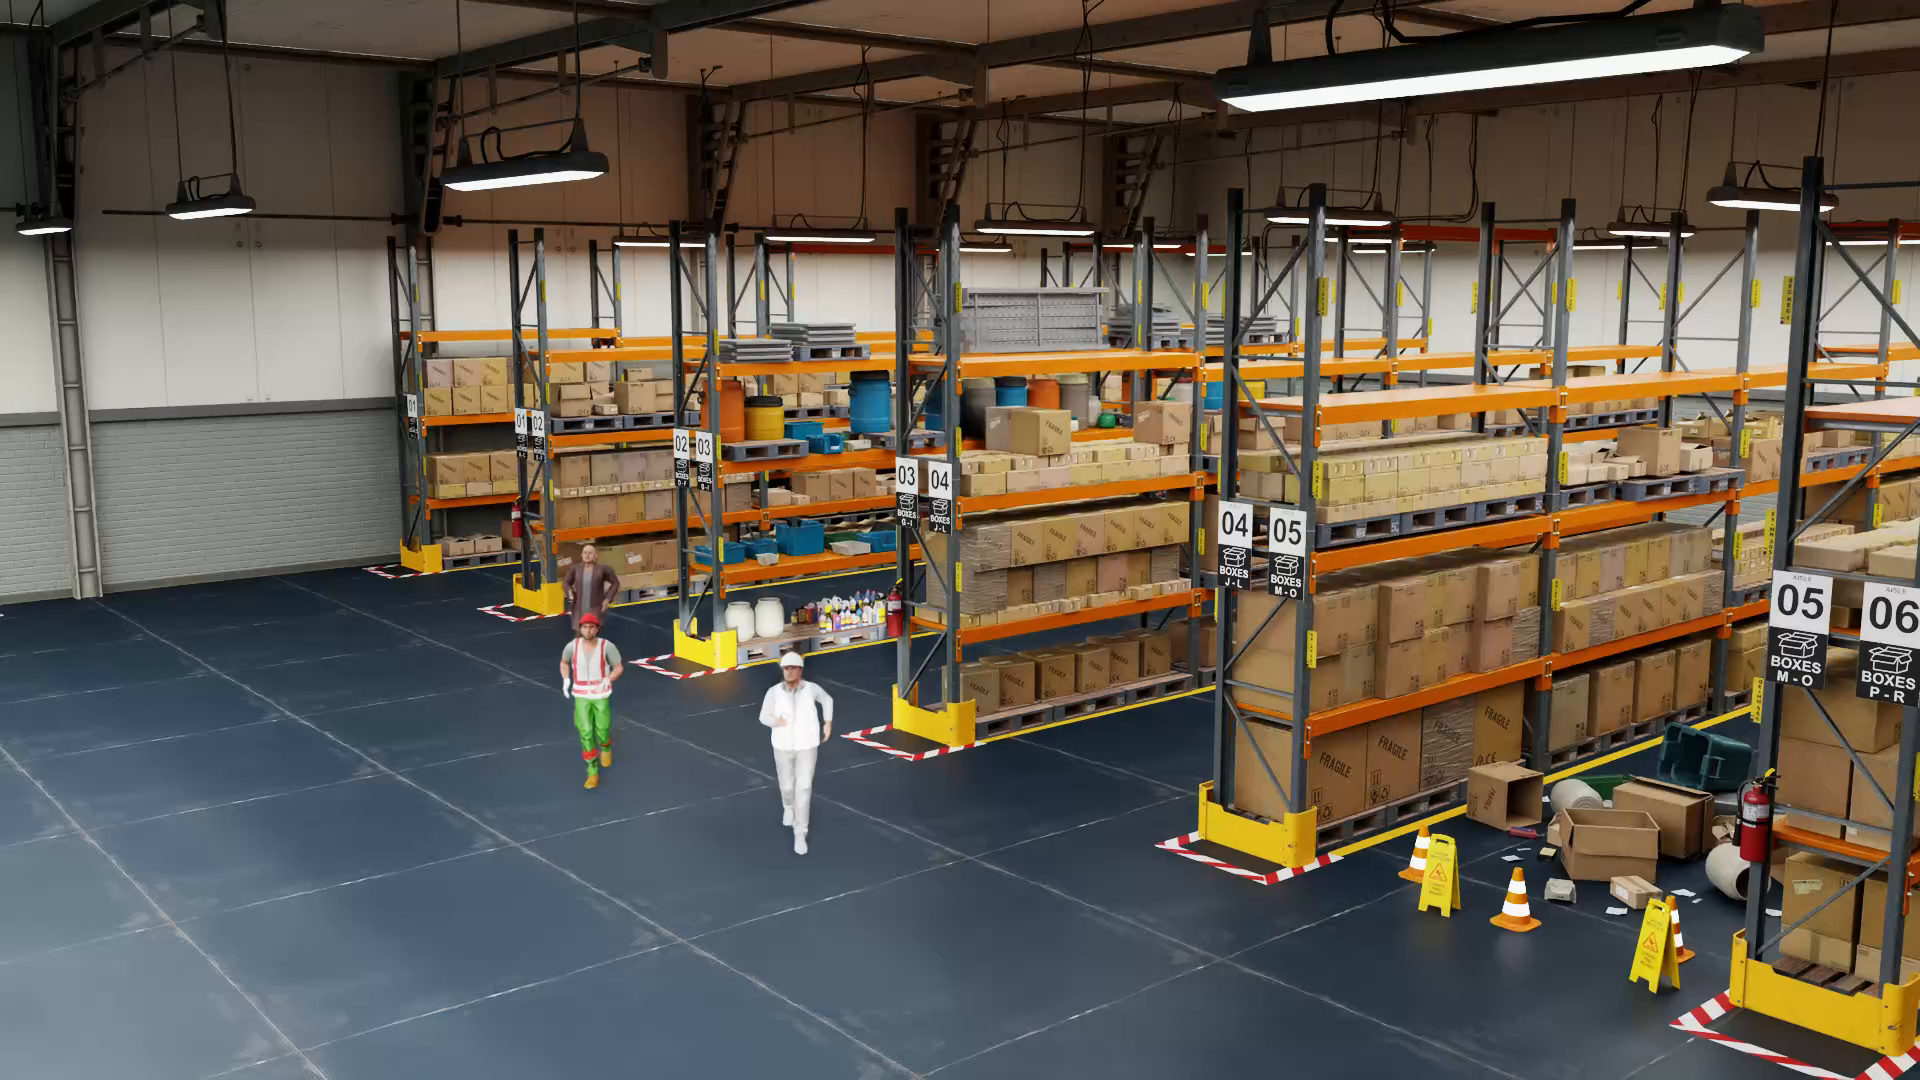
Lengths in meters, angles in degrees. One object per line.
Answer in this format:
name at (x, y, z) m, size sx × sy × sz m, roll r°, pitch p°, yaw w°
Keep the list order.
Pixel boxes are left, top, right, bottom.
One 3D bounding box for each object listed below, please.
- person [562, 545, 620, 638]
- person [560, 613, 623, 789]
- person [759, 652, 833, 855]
person at (-4.876, 0.957, 21.814) m, size 0.720 × 1.784 × 0.658 m, roll 1°, pitch 9°, yaw 5°
person at (-3.855, 1.633, 17.378) m, size 0.653 × 1.777 × 0.802 m, roll -1°, pitch 9°, yaw -5°
person at (-1.532, 1.914, 15.436) m, size 0.665 × 1.744 × 1.025 m, roll 0°, pitch 9°, yaw 1°
